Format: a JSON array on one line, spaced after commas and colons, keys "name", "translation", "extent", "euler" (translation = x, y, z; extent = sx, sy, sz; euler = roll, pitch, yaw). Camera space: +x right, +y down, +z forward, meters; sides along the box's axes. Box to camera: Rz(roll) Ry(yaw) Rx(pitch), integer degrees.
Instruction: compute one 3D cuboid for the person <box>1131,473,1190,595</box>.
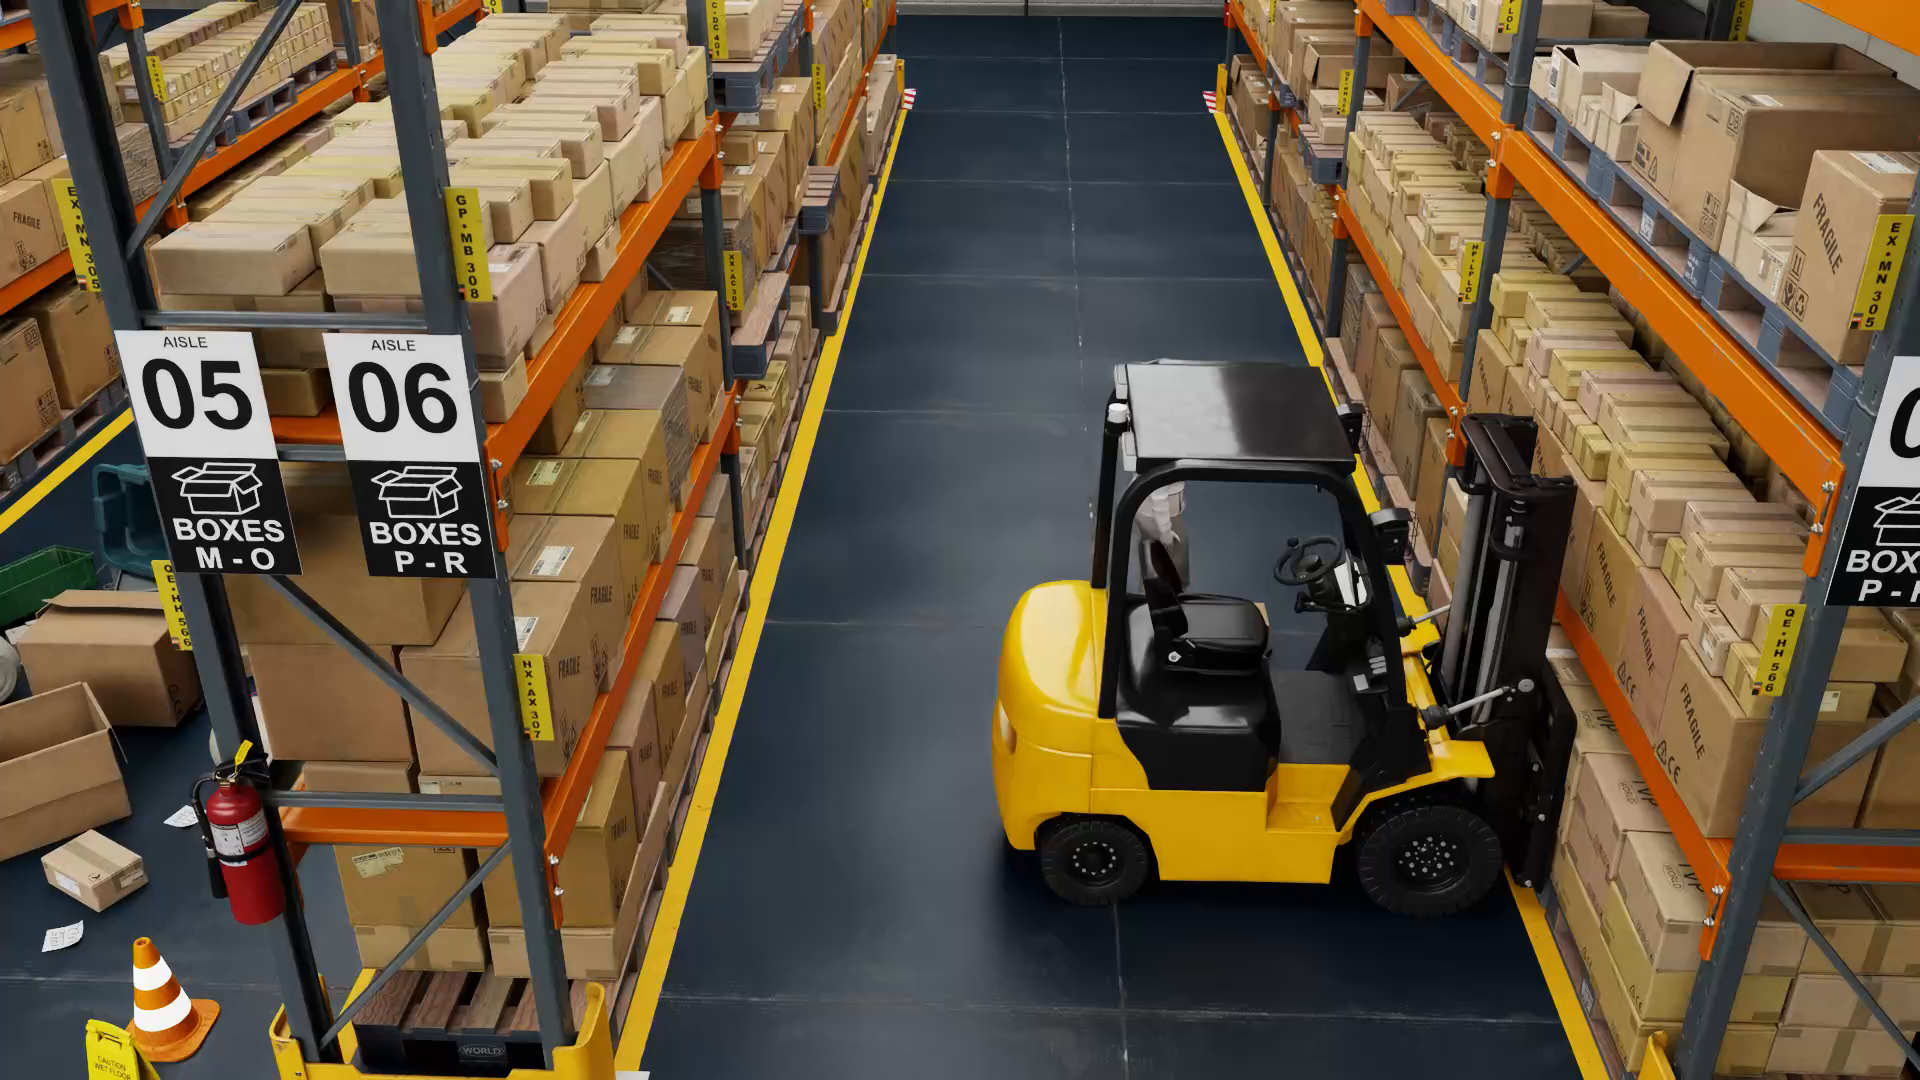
[{"name": "person", "translation": [1.057, -0.159, 8.875], "extent": [0.497, 1.692, 0.509], "euler": [-1, 28, -3]}]
